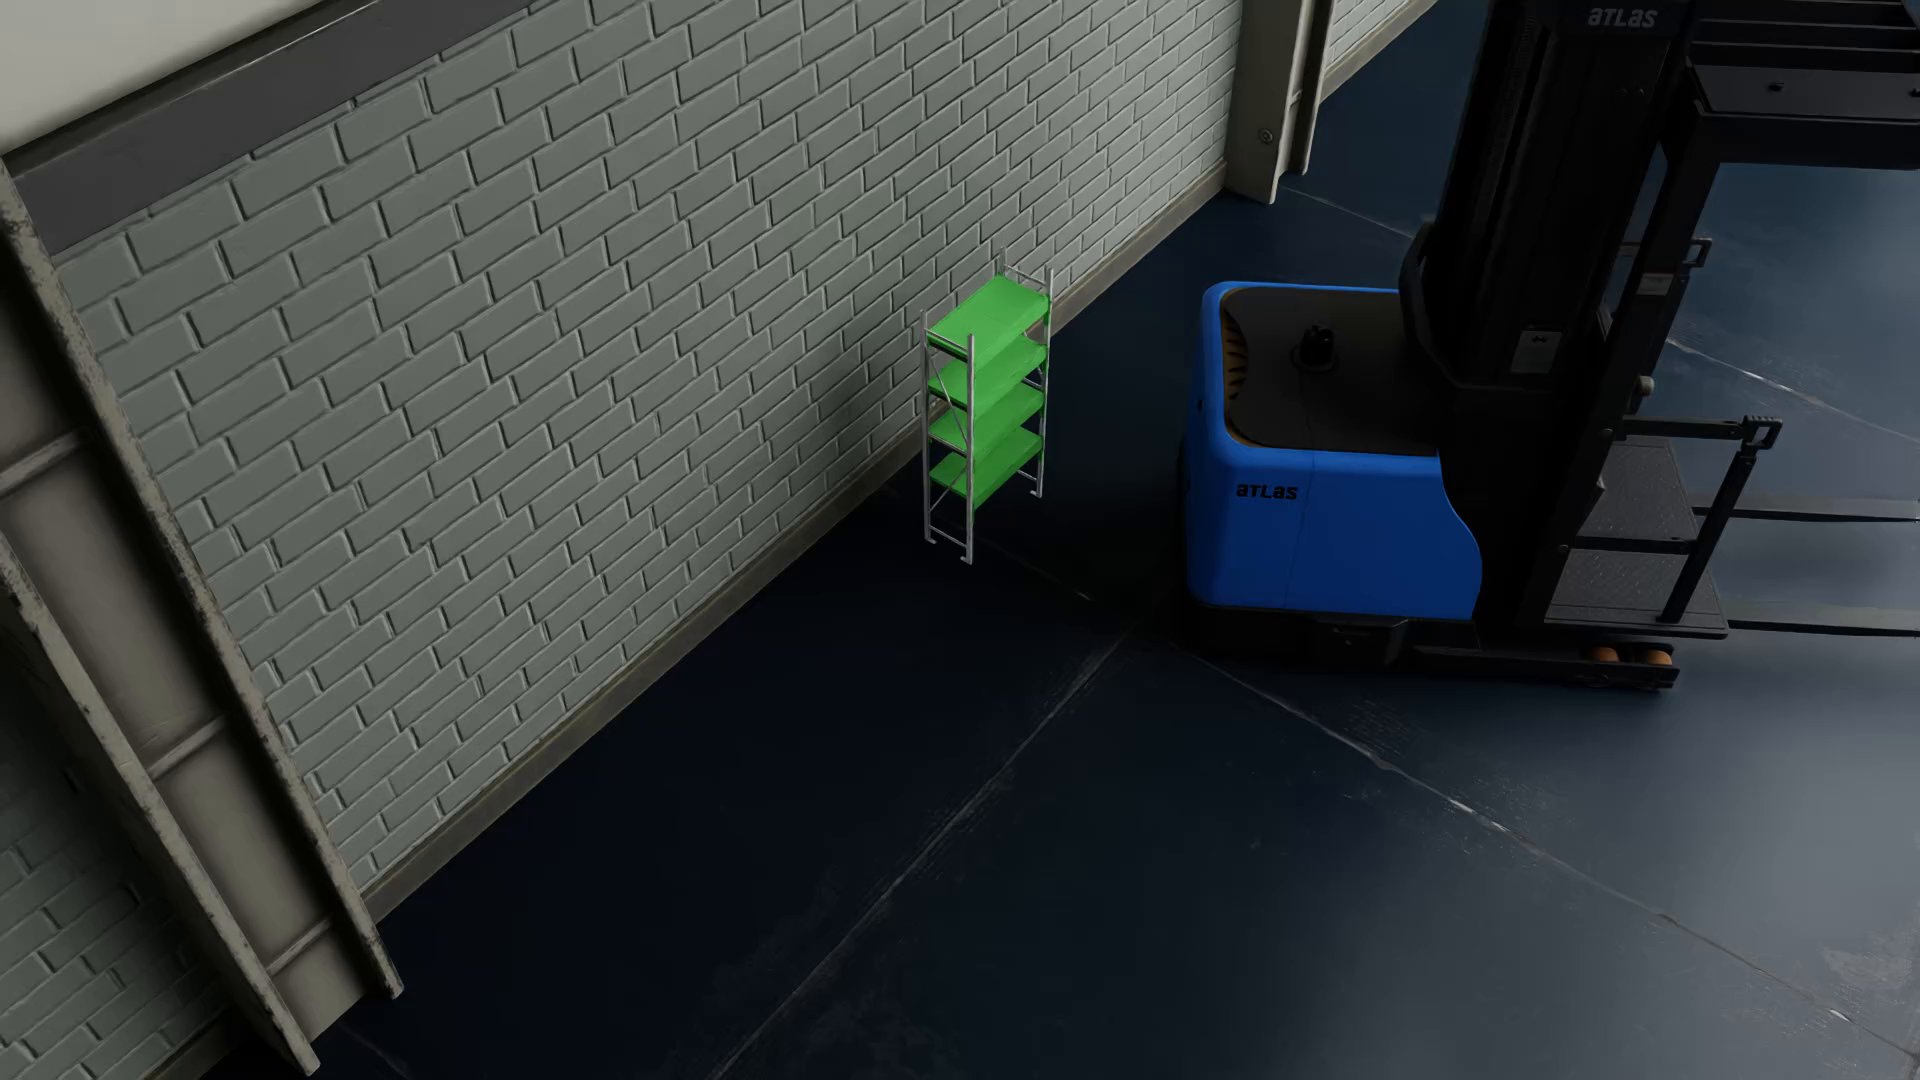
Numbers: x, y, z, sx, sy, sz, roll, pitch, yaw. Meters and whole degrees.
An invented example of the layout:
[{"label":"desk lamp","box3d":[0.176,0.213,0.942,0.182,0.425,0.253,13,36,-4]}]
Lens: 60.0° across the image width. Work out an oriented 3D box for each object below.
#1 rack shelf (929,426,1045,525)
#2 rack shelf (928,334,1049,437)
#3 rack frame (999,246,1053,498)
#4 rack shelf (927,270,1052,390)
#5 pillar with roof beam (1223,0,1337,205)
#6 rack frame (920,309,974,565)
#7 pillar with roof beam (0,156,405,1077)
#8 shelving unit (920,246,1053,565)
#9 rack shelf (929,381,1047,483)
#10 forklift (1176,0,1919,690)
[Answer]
[{"label":"rack shelf","box3d":[0.101,-0.299,6.791,0.258,0.148,0.480,29,53,25]},{"label":"rack shelf","box3d":[0.101,-0.631,6.444,0.258,0.148,0.480,29,53,25]},{"label":"rack frame","box3d":[0.250,-0.649,6.705,0.240,1.200,0.015,29,53,25]},{"label":"rack shelf","box3d":[0.101,-0.797,6.270,0.258,0.148,0.480,29,53,25]},{"label":"pillar with roof beam","box3d":[5.000,-3.110,3.663,9.100,9.000,0.400,29,53,25]},{"label":"rack frame","box3d":[-0.048,-0.370,6.438,0.240,1.200,0.015,29,53,25]},{"label":"pillar with roof beam","box3d":[1.331,0.323,0.383,9.100,9.000,0.400,29,53,25]},{"label":"shelving unit","box3d":[0.101,-0.509,6.571,0.258,1.200,0.503,29,53,25]},{"label":"rack shelf","box3d":[0.101,-0.465,6.618,0.258,0.148,0.480,29,53,25]},{"label":"forklift","box3d":[2.394,-0.840,5.690,3.031,2.935,1.130,3,46,3]}]
